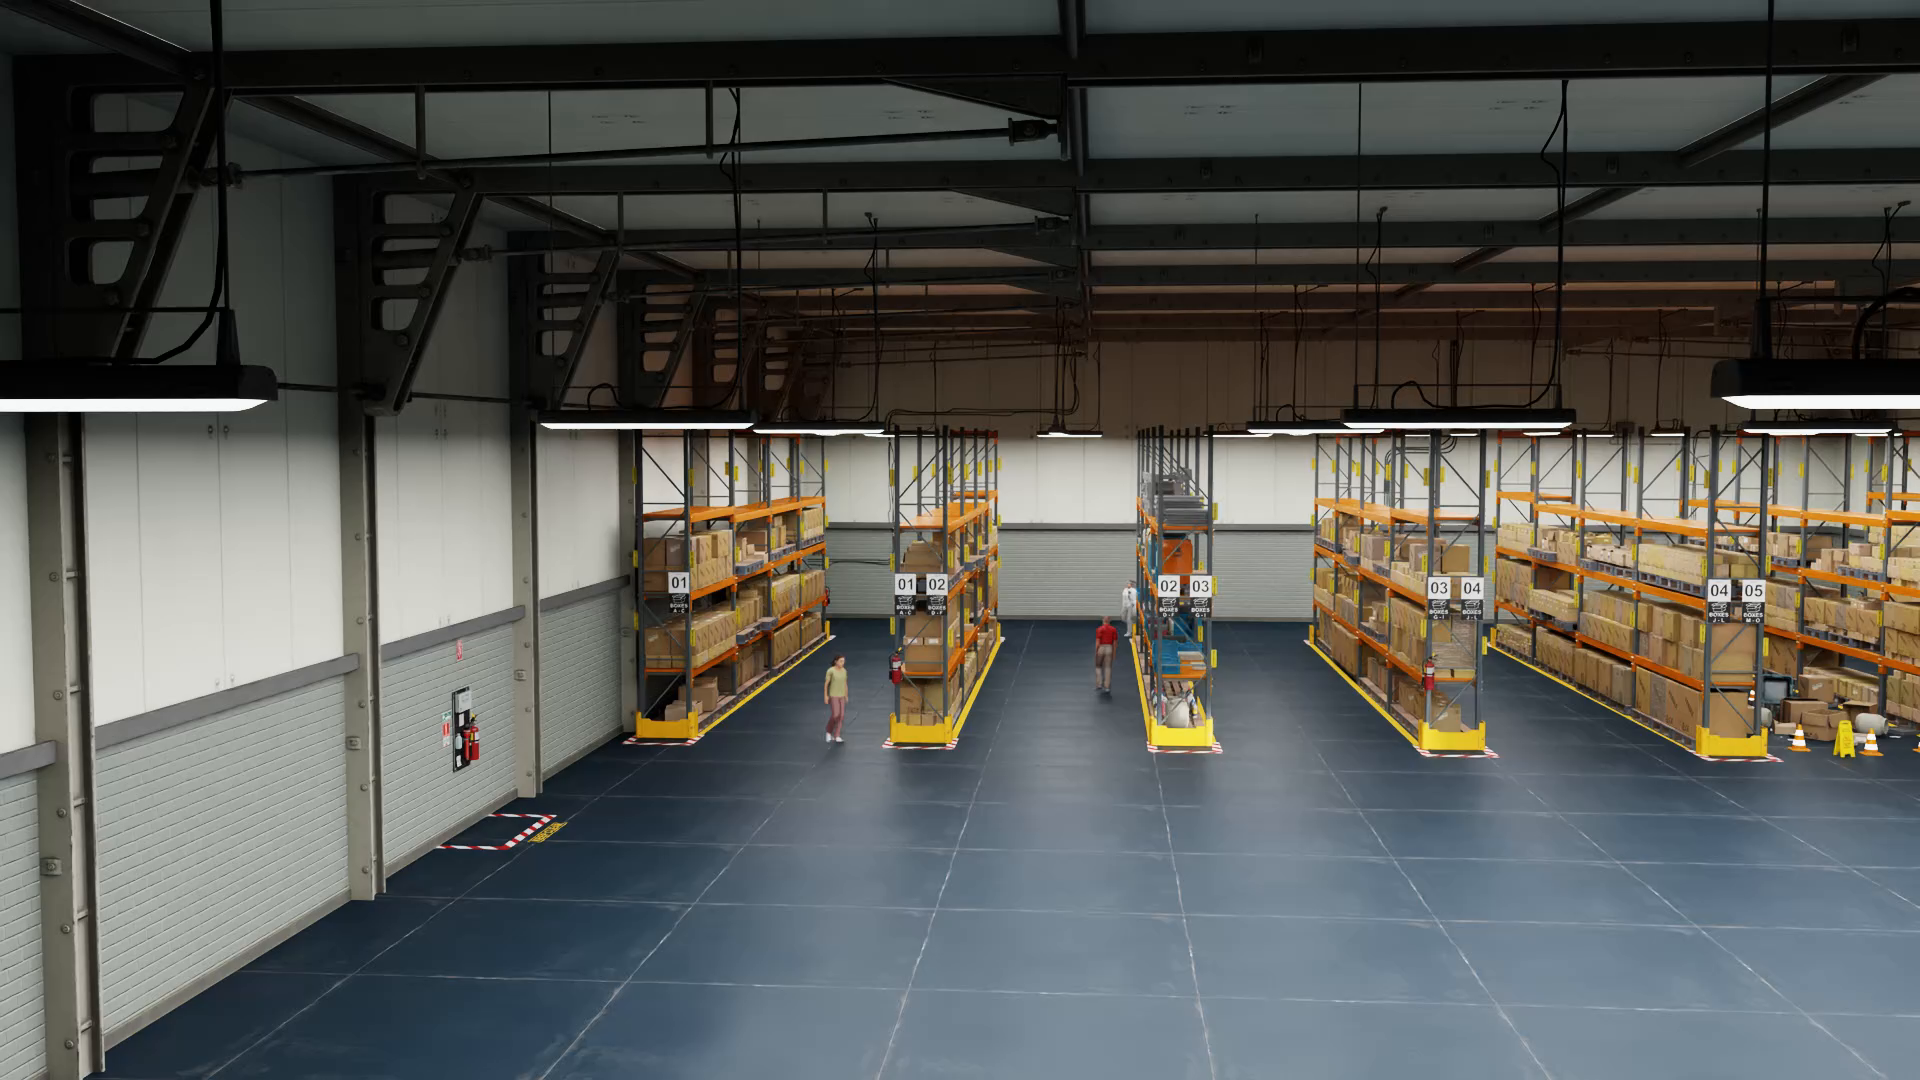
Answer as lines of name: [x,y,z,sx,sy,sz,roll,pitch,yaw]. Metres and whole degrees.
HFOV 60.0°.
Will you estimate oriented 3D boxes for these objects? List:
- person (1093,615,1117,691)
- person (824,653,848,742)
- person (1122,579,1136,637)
person: [3.328,2.615,37.958,0.545,1.784,0.599,0,3,-1]
person: [-2.321,2.985,31.503,0.476,1.675,0.436,-3,4,-40]
person: [4.956,1.966,48.408,0.560,1.663,0.485,-3,4,-38]
